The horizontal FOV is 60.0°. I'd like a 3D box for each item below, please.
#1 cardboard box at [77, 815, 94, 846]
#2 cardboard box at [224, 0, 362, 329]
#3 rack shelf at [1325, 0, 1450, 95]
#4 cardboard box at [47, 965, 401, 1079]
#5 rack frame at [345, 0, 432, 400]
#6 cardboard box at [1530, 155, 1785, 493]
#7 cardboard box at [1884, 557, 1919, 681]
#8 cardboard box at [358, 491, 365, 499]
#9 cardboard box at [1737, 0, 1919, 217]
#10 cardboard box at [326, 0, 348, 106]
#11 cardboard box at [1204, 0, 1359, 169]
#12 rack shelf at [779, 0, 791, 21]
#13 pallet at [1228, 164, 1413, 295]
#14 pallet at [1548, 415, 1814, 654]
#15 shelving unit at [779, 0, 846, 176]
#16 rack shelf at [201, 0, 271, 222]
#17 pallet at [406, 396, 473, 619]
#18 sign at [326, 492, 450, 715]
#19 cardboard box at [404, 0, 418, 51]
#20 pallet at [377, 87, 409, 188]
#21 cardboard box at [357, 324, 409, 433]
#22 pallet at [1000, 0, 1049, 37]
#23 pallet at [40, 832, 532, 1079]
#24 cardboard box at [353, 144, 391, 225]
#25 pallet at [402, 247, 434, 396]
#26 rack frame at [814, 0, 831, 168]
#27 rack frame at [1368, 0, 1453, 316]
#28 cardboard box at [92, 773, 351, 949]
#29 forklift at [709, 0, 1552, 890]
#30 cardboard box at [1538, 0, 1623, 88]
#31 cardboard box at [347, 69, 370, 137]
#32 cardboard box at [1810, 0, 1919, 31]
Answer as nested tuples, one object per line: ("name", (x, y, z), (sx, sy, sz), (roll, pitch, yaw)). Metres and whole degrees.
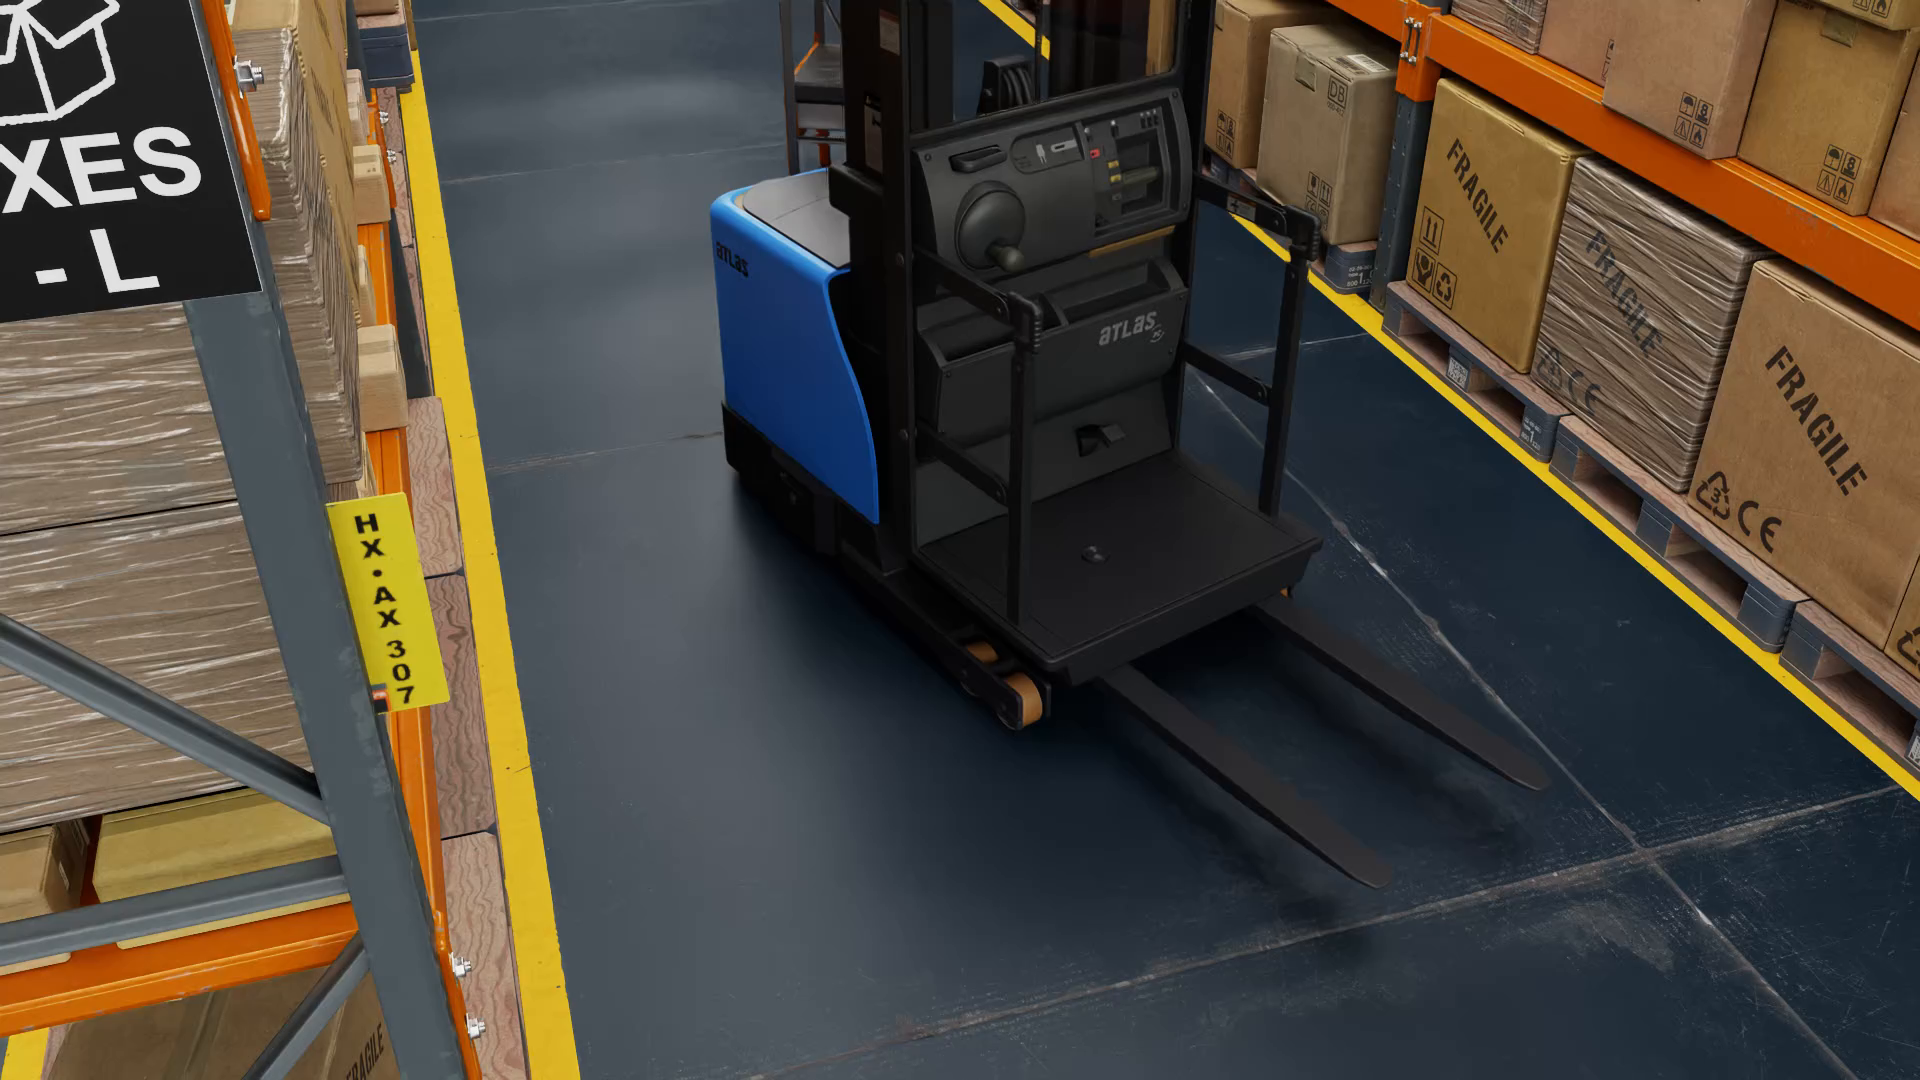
("cardboard box", (-1.603, 0.397, 2.656), (0.380, 0.149, 0.250), (-10, 35, -15))
("cardboard box", (-1.298, -0.643, 2.735), (0.500, 0.500, 0.500), (-10, 35, -15))
("rack shelf", (1.681, -3.093, 8.362), (1.077, 0.370, 4.000), (-10, 35, -15))
("cardboard box", (-1.418, 1.075, 3.288), (0.500, 0.500, 0.500), (-4, 34, -6))
("rack frame", (-2.464, -1.562, 5.393), (1.000, 3.000, 0.127), (-10, 35, -15))
("cardboard box", (2.694, -0.817, 5.812), (0.875, 0.875, 0.875), (-10, 35, -14))
("cardboard box", (3.241, 0.124, 4.388), (0.875, 0.875, 0.875), (-10, 35, -14))
("cardboard box", (-1.319, 0.057, 3.170), (0.380, 0.149, 0.250), (-10, 35, -15))
("cardboard box", (2.914, -1.364, 4.957), (0.875, 0.550, 0.500), (-10, 35, -15))
("cardboard box", (-1.610, -1.167, 3.527), (0.500, 0.500, 0.500), (-10, 35, -15))
("cardboard box", (1.725, -2.397, 8.317), (1.050, 0.750, 0.750), (-10, 35, -15))
("rack shelf", (-0.389, -2.145, 5.846), (0.431, 0.518, 0.480), (5, 34, 7))
("pallet", (1.984, -1.572, 7.937), (1.003, 0.211, 1.213), (-10, 35, -15))
("pallet", (2.824, -0.125, 5.748), (1.003, 0.211, 1.213), (-10, 35, -15))
("shelving unit", (-0.389, -1.572, 6.224), (0.431, 2.100, 0.503), (5, 34, 7))
("rack shelf", (-1.854, -1.463, 3.175), (1.077, 0.370, 4.000), (-10, 35, -15))
("pallet", (-2.225, -0.052, 5.637), (1.003, 0.211, 1.213), (-10, 35, -15))
("sign", (-0.727, 0.086, 2.114), (0.100, 0.325, 0.005), (-10, 35, -15))
("cardboard box", (-3.875, -3.316, 9.594), (1.225, 0.875, 0.875), (-12, 35, -17))
("pallet", (-3.447, -2.088, 8.718), (1.003, 0.211, 1.213), (-10, 35, -15))
("cardboard box", (-1.469, -0.350, 3.787), (0.380, 0.149, 0.250), (-10, 35, -15))
("pallet", (0.834, -3.690, 11.143), (1.003, 0.211, 1.213), (-10, 35, -15))
("pallet", (-1.481, 1.229, 3.698), (1.003, 0.211, 1.213), (-10, 35, -15))
("cardboard box", (-1.850, -1.007, 4.781), (0.380, 0.149, 0.250), (-10, 35, -15))
("pallet", (-2.703, -0.807, 6.780), (1.003, 0.211, 1.213), (-10, 35, -15))
("rack frame", (-0.351, -1.705, 6.425), (0.400, 2.100, 0.015), (5, 34, 7))
("rack frame", (2.291, -2.343, 6.575), (1.000, 3.000, 0.127), (-10, 35, -15))
("cardboard box", (-1.103, 0.453, 2.571), (0.380, 0.149, 0.250), (-10, 35, -15))
("forklift", (0.411, -0.971, 4.561), (1.130, 2.935, 3.031), (-22, 39, -29))
("cardboard box", (2.604, -1.929, 5.812), (0.875, 0.550, 0.550), (-10, 35, -15))
("cardboard box", (-2.118, -1.393, 5.366), (0.380, 0.149, 0.250), (-10, 35, -15))
("cardboard box", (2.852, -1.804, 4.643), (0.875, 0.550, 0.500), (-10, 35, -15))
